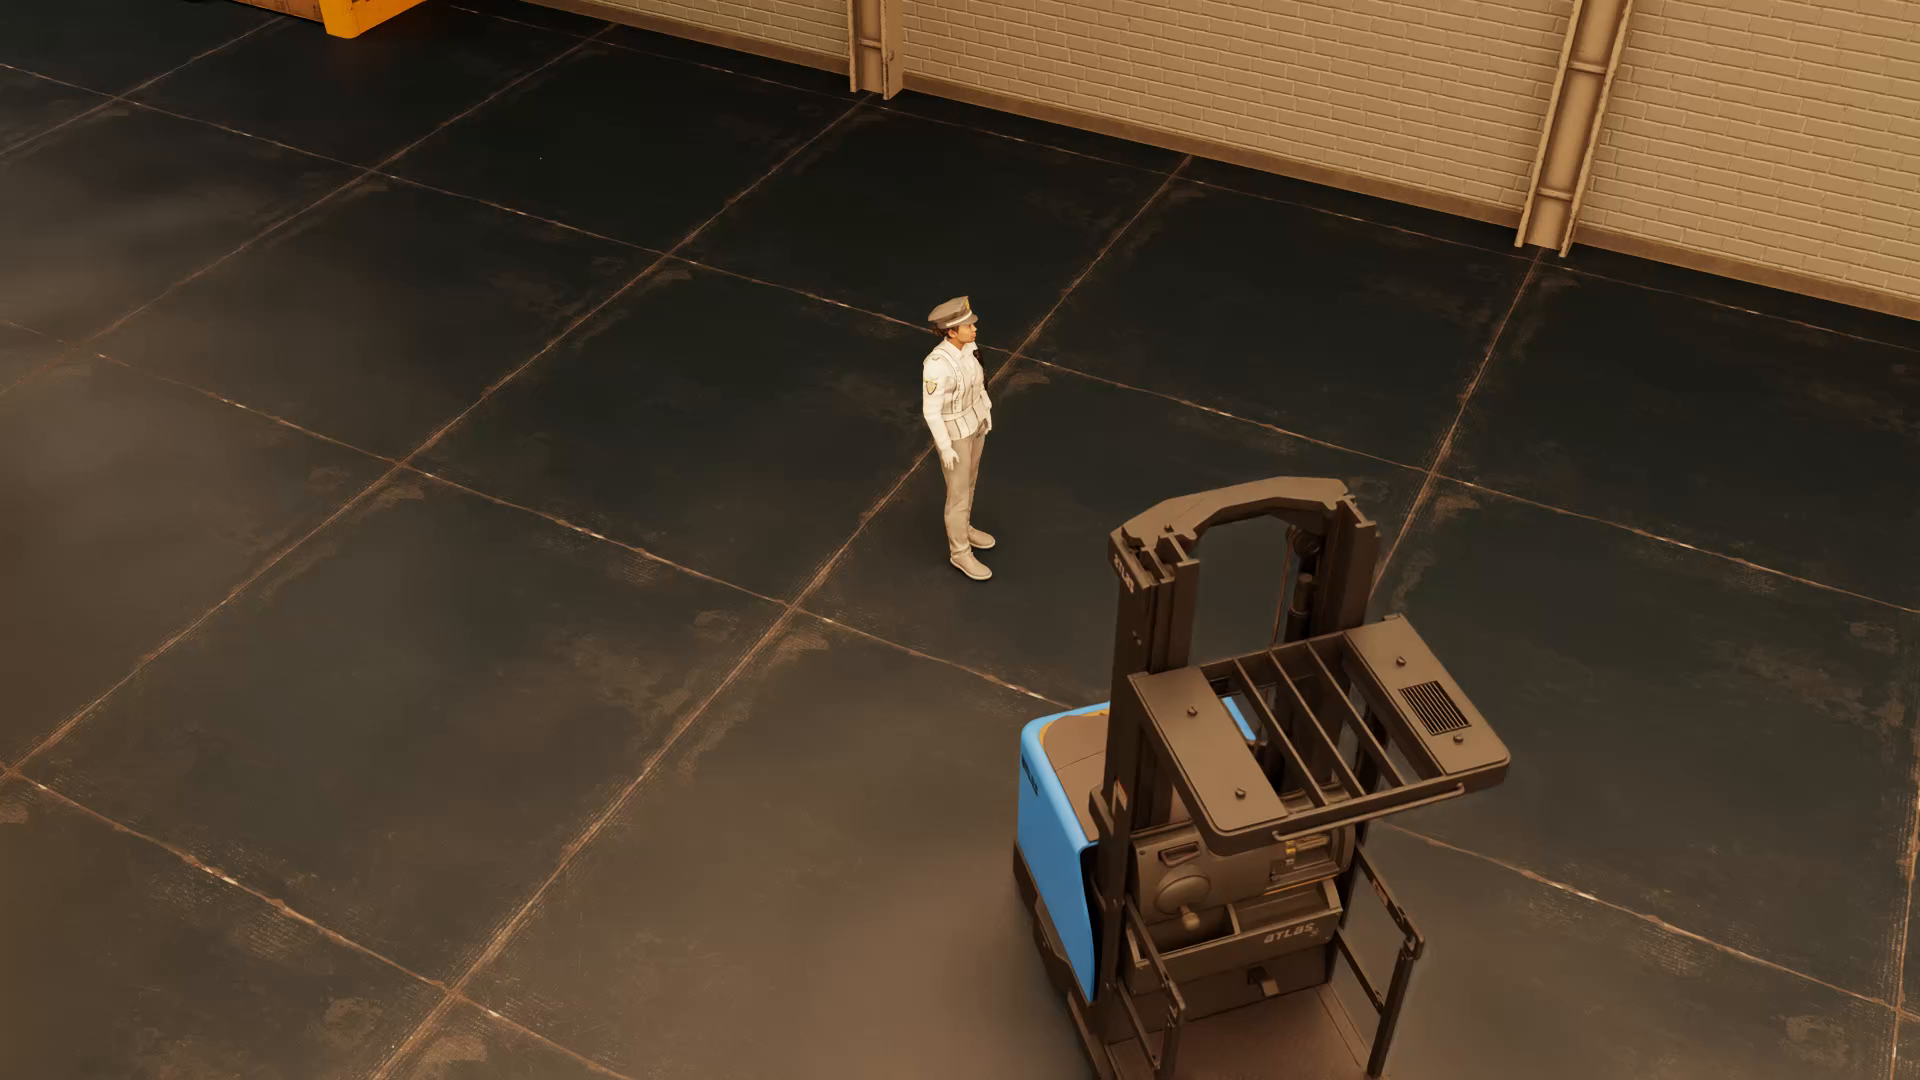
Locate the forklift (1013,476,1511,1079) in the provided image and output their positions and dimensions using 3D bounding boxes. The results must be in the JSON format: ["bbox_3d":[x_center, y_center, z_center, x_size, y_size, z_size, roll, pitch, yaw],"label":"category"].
[{"bbox_3d":[1.195,1.342,6.393,1.130,2.935,3.031,-12,41,-13],"label":"forklift"}]

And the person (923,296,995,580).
[{"bbox_3d":[0.057,-0.629,9.682,0.531,1.694,0.586,18,43,21],"label":"person"}]
